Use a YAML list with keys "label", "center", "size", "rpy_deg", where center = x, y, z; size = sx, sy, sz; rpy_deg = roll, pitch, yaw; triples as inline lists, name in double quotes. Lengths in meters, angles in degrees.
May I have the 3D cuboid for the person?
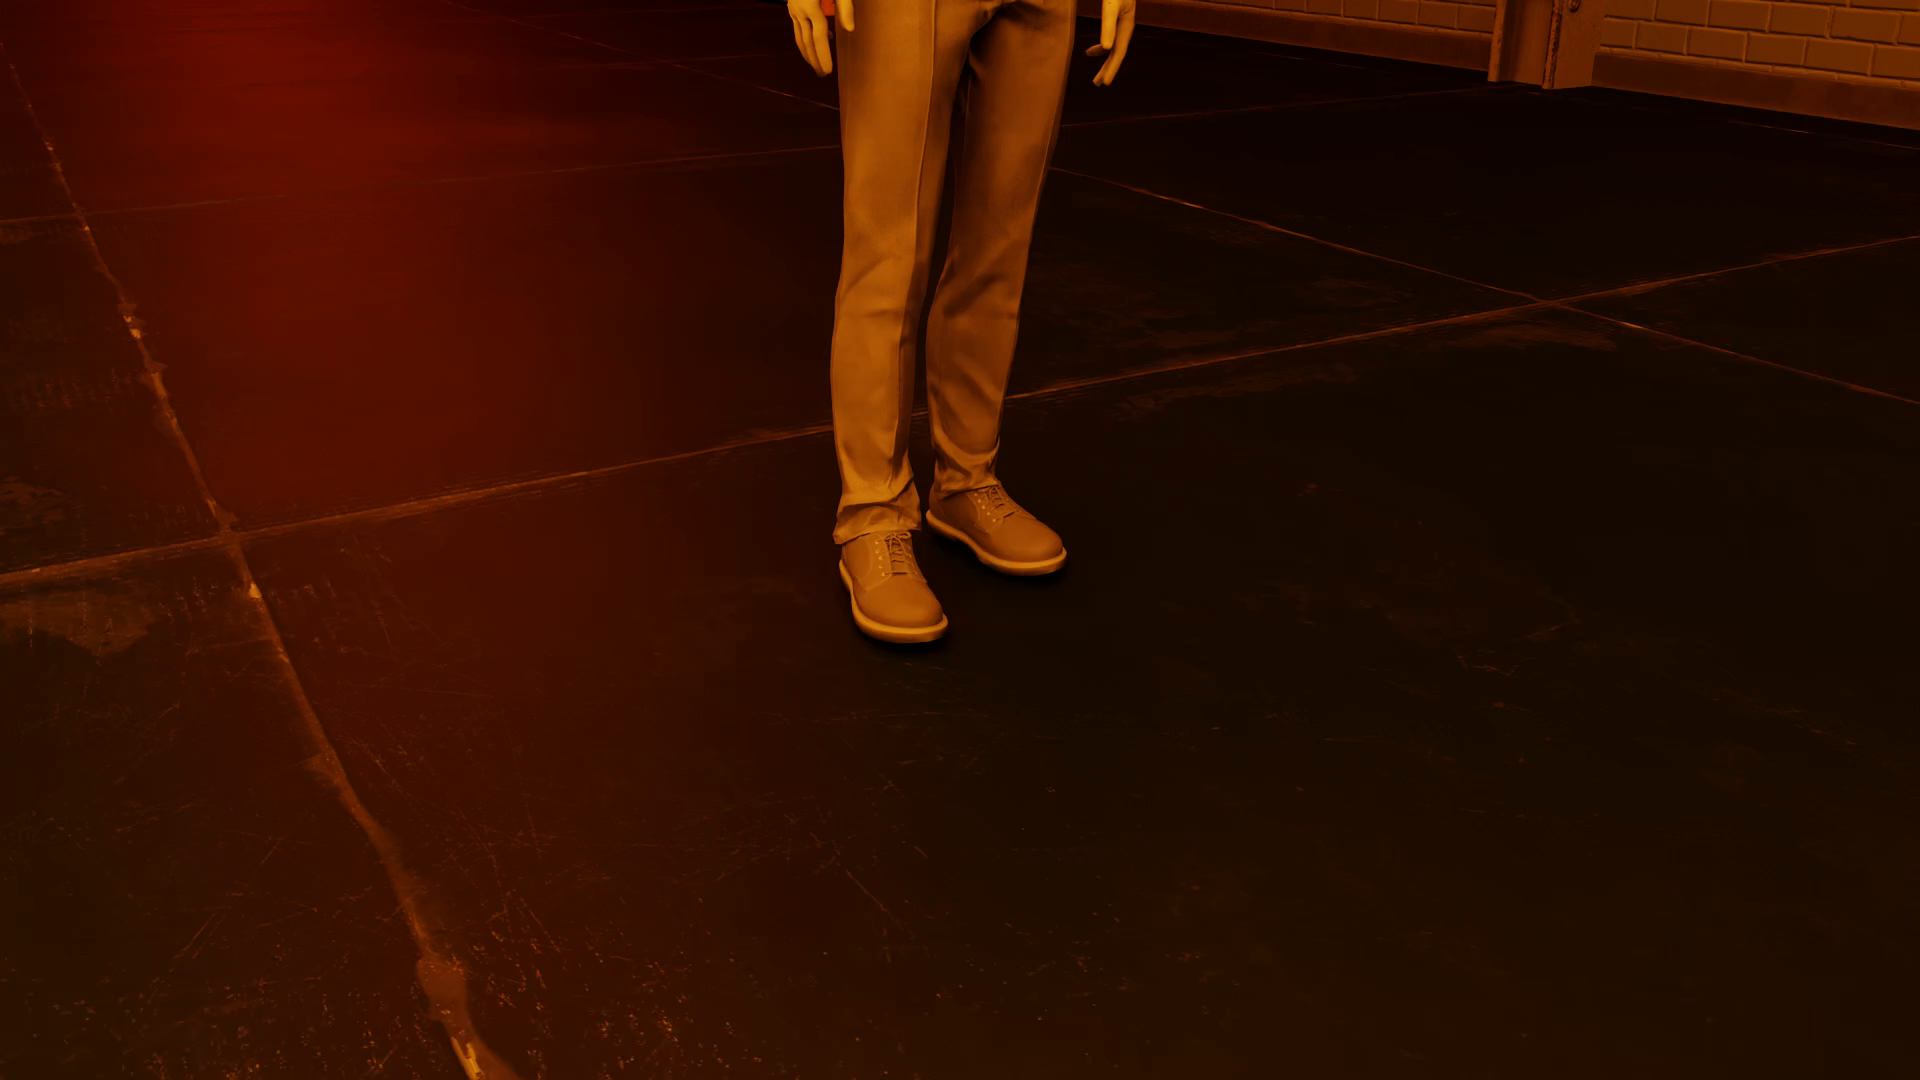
- label: "person"
  center: [0.028, -0.767, 2.252]
  size: [0.587, 1.694, 0.530]
  rpy_deg: [-12, 25, -28]
